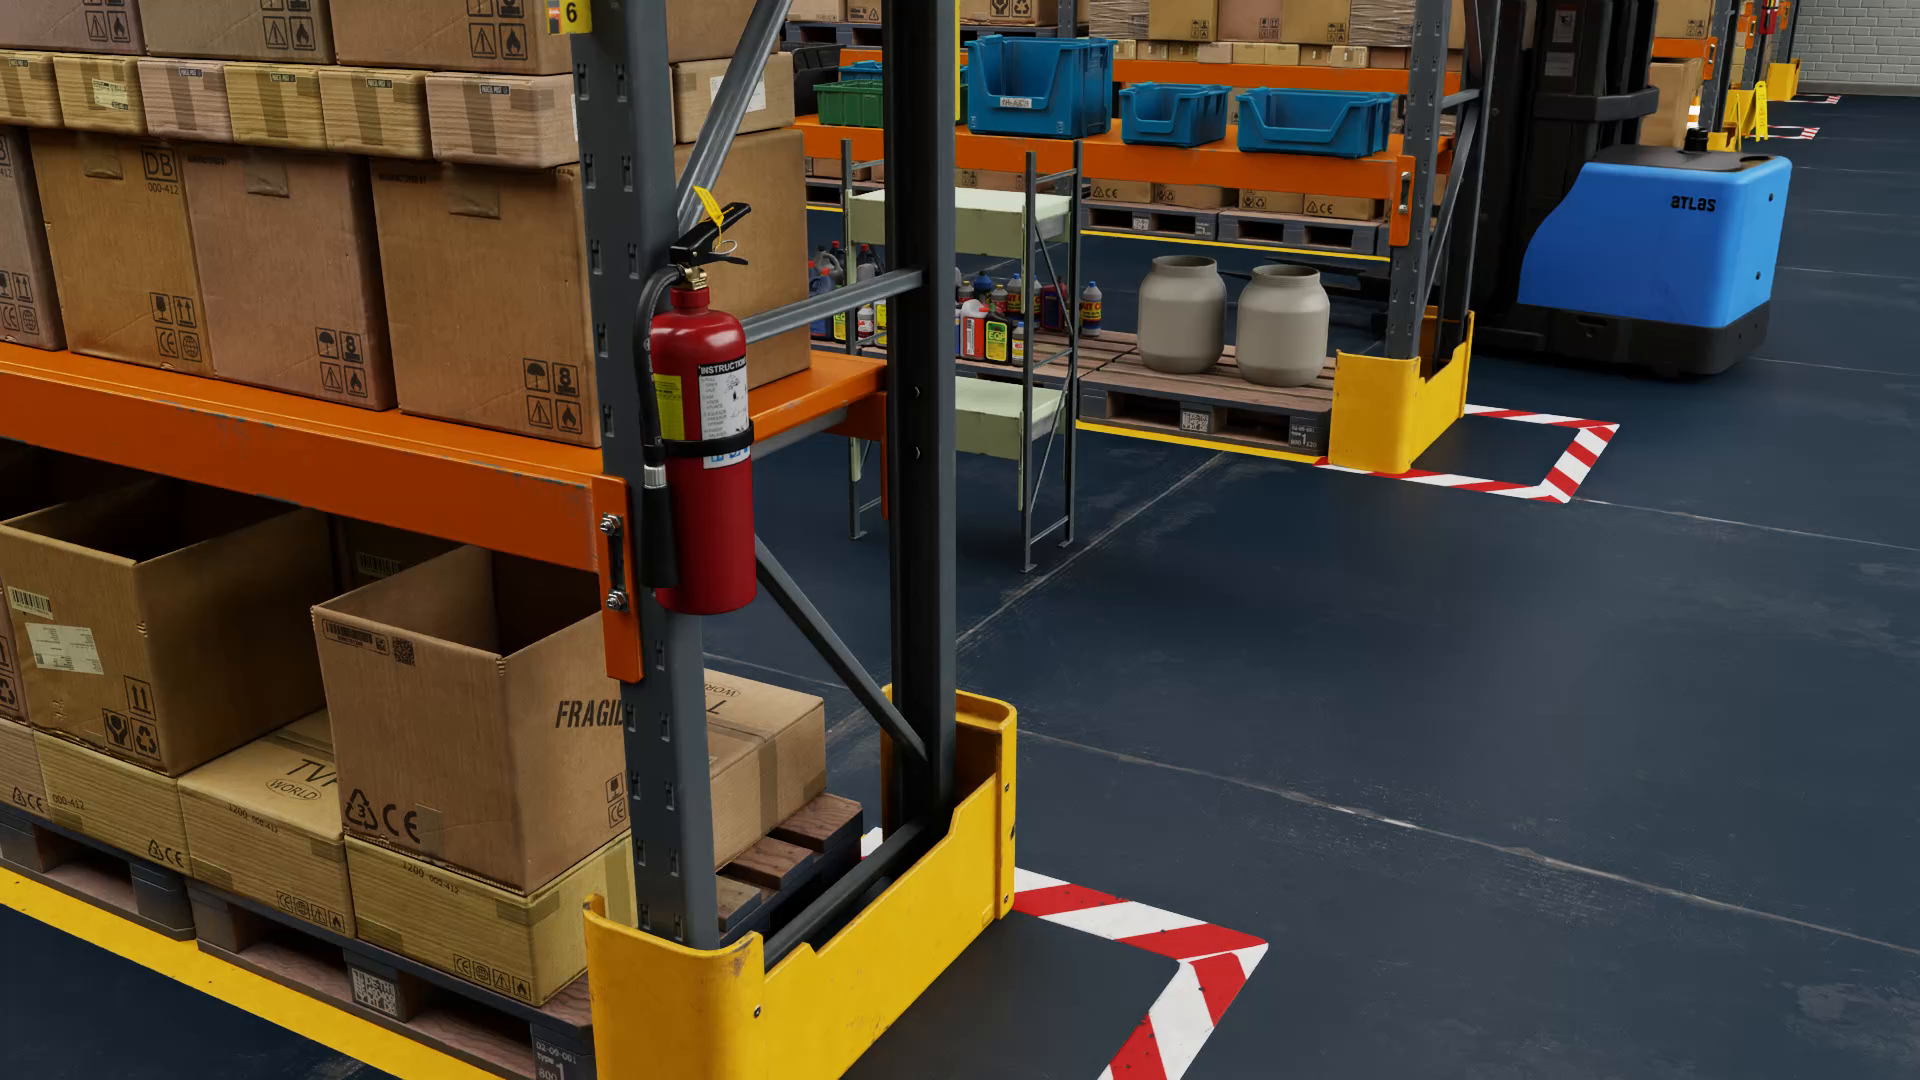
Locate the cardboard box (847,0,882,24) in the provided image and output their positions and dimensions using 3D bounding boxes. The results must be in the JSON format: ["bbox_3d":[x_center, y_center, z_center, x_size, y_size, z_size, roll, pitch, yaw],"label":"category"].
[{"bbox_3d":[-0.519,-4.534,13.698,0.637,0.503,0.797,13,24,33],"label":"cardboard box"}]

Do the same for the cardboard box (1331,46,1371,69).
[{"bbox_3d":[2.821,-3.448,11.840,0.250,0.149,0.380,11,23,27],"label":"cardboard box"}]

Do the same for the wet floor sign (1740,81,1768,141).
[{"bbox_3d":[9.009,-4.855,18.804,0.267,0.644,0.232,-16,26,-38],"label":"wet floor sign"}]

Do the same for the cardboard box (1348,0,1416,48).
[{"bbox_3d":[3.154,-3.792,11.837,0.500,0.500,0.875,11,23,27],"label":"cardboard box"}]

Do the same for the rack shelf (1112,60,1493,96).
[{"bbox_3d":[2.786,-3.356,12.274,4.000,0.370,1.077,11,23,27],"label":"rack shelf"}]

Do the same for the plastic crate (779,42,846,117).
[{"bbox_3d":[-0.981,-2.399,8.670,0.504,0.338,0.767,11,23,27],"label":"plastic crate"}]

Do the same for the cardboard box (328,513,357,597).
[{"bbox_3d":[-1.543,0.012,4.250,0.500,0.500,0.500,11,23,27],"label":"cardboard box"}]

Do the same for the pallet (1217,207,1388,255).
[{"bbox_3d":[2.712,-2.413,12.707,1.213,0.211,1.003,11,23,27],"label":"pallet"}]

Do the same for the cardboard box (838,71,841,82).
[{"bbox_3d":[-1.099,-5.294,19.609,0.500,0.500,0.500,12,23,29],"label":"cardboard box"}]

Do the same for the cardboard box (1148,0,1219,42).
[{"bbox_3d":[1.822,-4.027,12.486,0.500,0.500,0.875,11,23,27],"label":"cardboard box"}]

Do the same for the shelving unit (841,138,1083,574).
[{"bbox_3d":[0.006,-0.704,6.106,0.755,1.500,0.431,11,23,27],"label":"shelving unit"}]

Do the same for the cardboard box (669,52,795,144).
[{"bbox_3d":[-0.540,-0.895,3.335,0.250,0.149,0.380,11,22,27],"label":"cardboard box"}]

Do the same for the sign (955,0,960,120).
[{"bbox_3d":[-0.027,-1.022,3.398,0.005,0.325,0.100,11,23,27],"label":"sign"}]

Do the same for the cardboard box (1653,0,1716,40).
[{"bbox_3d":[6.693,-4.941,15.366,0.550,0.550,0.875,11,23,27],"label":"cardboard box"}]

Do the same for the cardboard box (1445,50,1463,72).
[{"bbox_3d":[3.510,-3.344,11.553,0.250,0.149,0.380,11,23,27],"label":"cardboard box"}]

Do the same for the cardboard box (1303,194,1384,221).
[{"bbox_3d":[2.919,-2.692,12.438,0.500,0.500,0.500,13,24,32],"label":"cardboard box"}]

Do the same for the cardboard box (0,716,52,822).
[{"bbox_3d":[-2.231,0.435,4.185,0.500,0.250,0.500,11,23,27],"label":"cardboard box"}]

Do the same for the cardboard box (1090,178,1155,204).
[{"bbox_3d":[1.369,-2.971,13.207,0.500,0.500,0.500,10,22,26],"label":"cardboard box"}]

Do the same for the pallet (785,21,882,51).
[{"bbox_3d":[-0.704,-4.285,14.061,1.213,0.211,1.003,11,23,27],"label":"pallet"}]

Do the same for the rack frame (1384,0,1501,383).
[{"bbox_3d":[2.116,-1.888,7.170,0.127,3.000,1.000,11,23,27],"label":"rack frame"}]

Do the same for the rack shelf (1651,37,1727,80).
[{"bbox_3d":[5.293,-4.816,16.299,4.000,0.370,1.077,11,23,27],"label":"rack shelf"}]

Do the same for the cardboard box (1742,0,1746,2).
[{"bbox_3d":[9.086,-6.660,19.745,0.500,0.500,0.500,10,22,26],"label":"cardboard box"}]

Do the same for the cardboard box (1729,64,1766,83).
[{"bbox_3d":[11.218,-6.679,23.796,0.500,0.250,0.500,11,23,28],"label":"cardboard box"}]

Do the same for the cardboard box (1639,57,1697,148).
[{"bbox_3d":[6.414,-4.113,15.806,0.875,0.875,0.875,11,23,28],"label":"cardboard box"}]

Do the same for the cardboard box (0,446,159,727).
[{"bbox_3d":[-2.232,0.083,4.054,0.500,0.500,0.500,11,23,27],"label":"cardboard box"}]

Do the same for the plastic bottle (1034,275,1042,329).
[{"bbox_3d":[0.386,-1.263,8.804,0.097,0.271,0.097,0,20,0],"label":"plastic bottle"}]

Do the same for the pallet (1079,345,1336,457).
[{"bbox_3d":[1.320,-0.712,8.018,1.213,0.211,1.003,11,23,27],"label":"pallet"}]

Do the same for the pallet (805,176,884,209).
[{"bbox_3d":[-0.710,-3.048,14.458,1.213,0.211,1.003,11,23,27],"label":"pallet"}]

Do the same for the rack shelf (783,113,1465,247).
[{"bbox_3d":[0.370,-1.882,8.209,4.000,0.370,1.077,11,23,27],"label":"rack shelf"}]

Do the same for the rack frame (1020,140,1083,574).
[{"bbox_3d":[0.325,-0.643,5.938,0.023,1.500,0.400,11,23,27],"label":"rack frame"}]

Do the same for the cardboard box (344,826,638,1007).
[{"bbox_3d":[-0.915,0.680,3.507,0.500,0.250,0.500,11,23,27],"label":"cardboard box"}]

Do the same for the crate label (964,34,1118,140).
[{"bbox_3d":[0.377,-2.130,7.786,0.616,0.435,0.502,11,23,27],"label":"crate label"}]

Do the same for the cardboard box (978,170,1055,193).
[{"bbox_3d":[0.514,-3.167,13.719,0.500,0.500,0.700,9,22,23],"label":"cardboard box"}]

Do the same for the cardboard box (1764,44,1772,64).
[{"bbox_3d":[11.473,-7.070,24.141,0.500,0.250,0.500,11,23,28],"label":"cardboard box"}]

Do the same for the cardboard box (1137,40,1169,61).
[{"bbox_3d":[1.524,-3.705,12.549,0.250,0.149,0.380,11,23,27],"label":"cardboard box"}]

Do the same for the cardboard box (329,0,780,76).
[{"bbox_3d":[-0.750,-1.161,3.117,0.500,0.500,0.700,11,23,27],"label":"cardboard box"}]

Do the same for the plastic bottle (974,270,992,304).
[{"bbox_3d":[0.122,-1.313,8.943,0.097,0.271,0.097,0,20,0],"label":"plastic bottle"}]

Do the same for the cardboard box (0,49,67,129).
[{"bbox_3d":[-1.860,-0.987,3.590,0.250,0.149,0.380,11,23,29],"label":"cardboard box"}]

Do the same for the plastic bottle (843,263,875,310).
[{"bbox_3d":[-0.556,-1.378,9.113,0.135,0.276,0.152,11,23,27],"label":"plastic bottle"}]

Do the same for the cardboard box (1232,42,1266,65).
[{"bbox_3d":[2.184,-3.583,12.213,0.250,0.149,0.380,11,23,27],"label":"cardboard box"}]

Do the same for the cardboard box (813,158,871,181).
[{"bbox_3d":[-0.869,-3.438,14.465,0.500,0.500,0.700,13,24,32],"label":"cardboard box"}]

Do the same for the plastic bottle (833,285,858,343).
[{"bbox_3d":[-0.585,-1.154,8.485,0.133,0.283,0.061,12,23,30],"label":"plastic bottle"}]

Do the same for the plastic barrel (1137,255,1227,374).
[{"bbox_3d":[1.067,-1.085,7.991,0.421,0.512,0.421,0,20,0],"label":"plastic barrel"}]

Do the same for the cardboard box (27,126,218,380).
[{"bbox_3d":[-1.596,-0.712,3.783,0.500,0.500,0.700,11,23,28],"label":"cardboard box"}]

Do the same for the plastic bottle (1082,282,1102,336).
[{"bbox_3d":[0.685,-1.206,8.647,0.097,0.271,0.097,0,20,0],"label":"plastic bottle"}]

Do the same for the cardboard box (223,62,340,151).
[{"bbox_3d":[-1.182,-0.858,3.233,0.250,0.149,0.380,10,22,27],"label":"cardboard box"}]

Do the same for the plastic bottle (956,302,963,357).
[{"bbox_3d":[-0.029,-1.062,8.243,0.135,0.276,0.152,10,22,26],"label":"plastic bottle"}]

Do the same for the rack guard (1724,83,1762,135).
[{"bbox_3d":[9.298,-5.150,19.829,0.348,0.500,1.175,11,23,27],"label":"rack guard"}]

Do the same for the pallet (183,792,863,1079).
[{"bbox_3d":[-0.991,0.783,3.898,1.213,0.211,1.003,11,23,27],"label":"pallet"}]

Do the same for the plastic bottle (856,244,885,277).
[{"bbox_3d":[-0.506,-1.461,9.234,0.185,0.351,0.144,10,22,25],"label":"plastic bottle"}]

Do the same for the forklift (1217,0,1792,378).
[{"bbox_3d":[2.973,-2.601,9.236,3.031,2.935,1.130,15,25,36],"label":"forklift"}]

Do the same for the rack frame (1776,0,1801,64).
[{"bbox_3d":[11.782,-7.791,23.443,0.127,3.000,1.000,11,23,27],"label":"rack frame"}]

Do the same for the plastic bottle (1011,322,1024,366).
[{"bbox_3d":[0.299,-0.954,8.054,0.097,0.201,0.097,0,20,0],"label":"plastic bottle"}]

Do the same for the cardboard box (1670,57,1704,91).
[{"bbox_3d":[8.538,-5.625,19.790,0.500,0.500,0.500,11,23,28],"label":"cardboard box"}]
